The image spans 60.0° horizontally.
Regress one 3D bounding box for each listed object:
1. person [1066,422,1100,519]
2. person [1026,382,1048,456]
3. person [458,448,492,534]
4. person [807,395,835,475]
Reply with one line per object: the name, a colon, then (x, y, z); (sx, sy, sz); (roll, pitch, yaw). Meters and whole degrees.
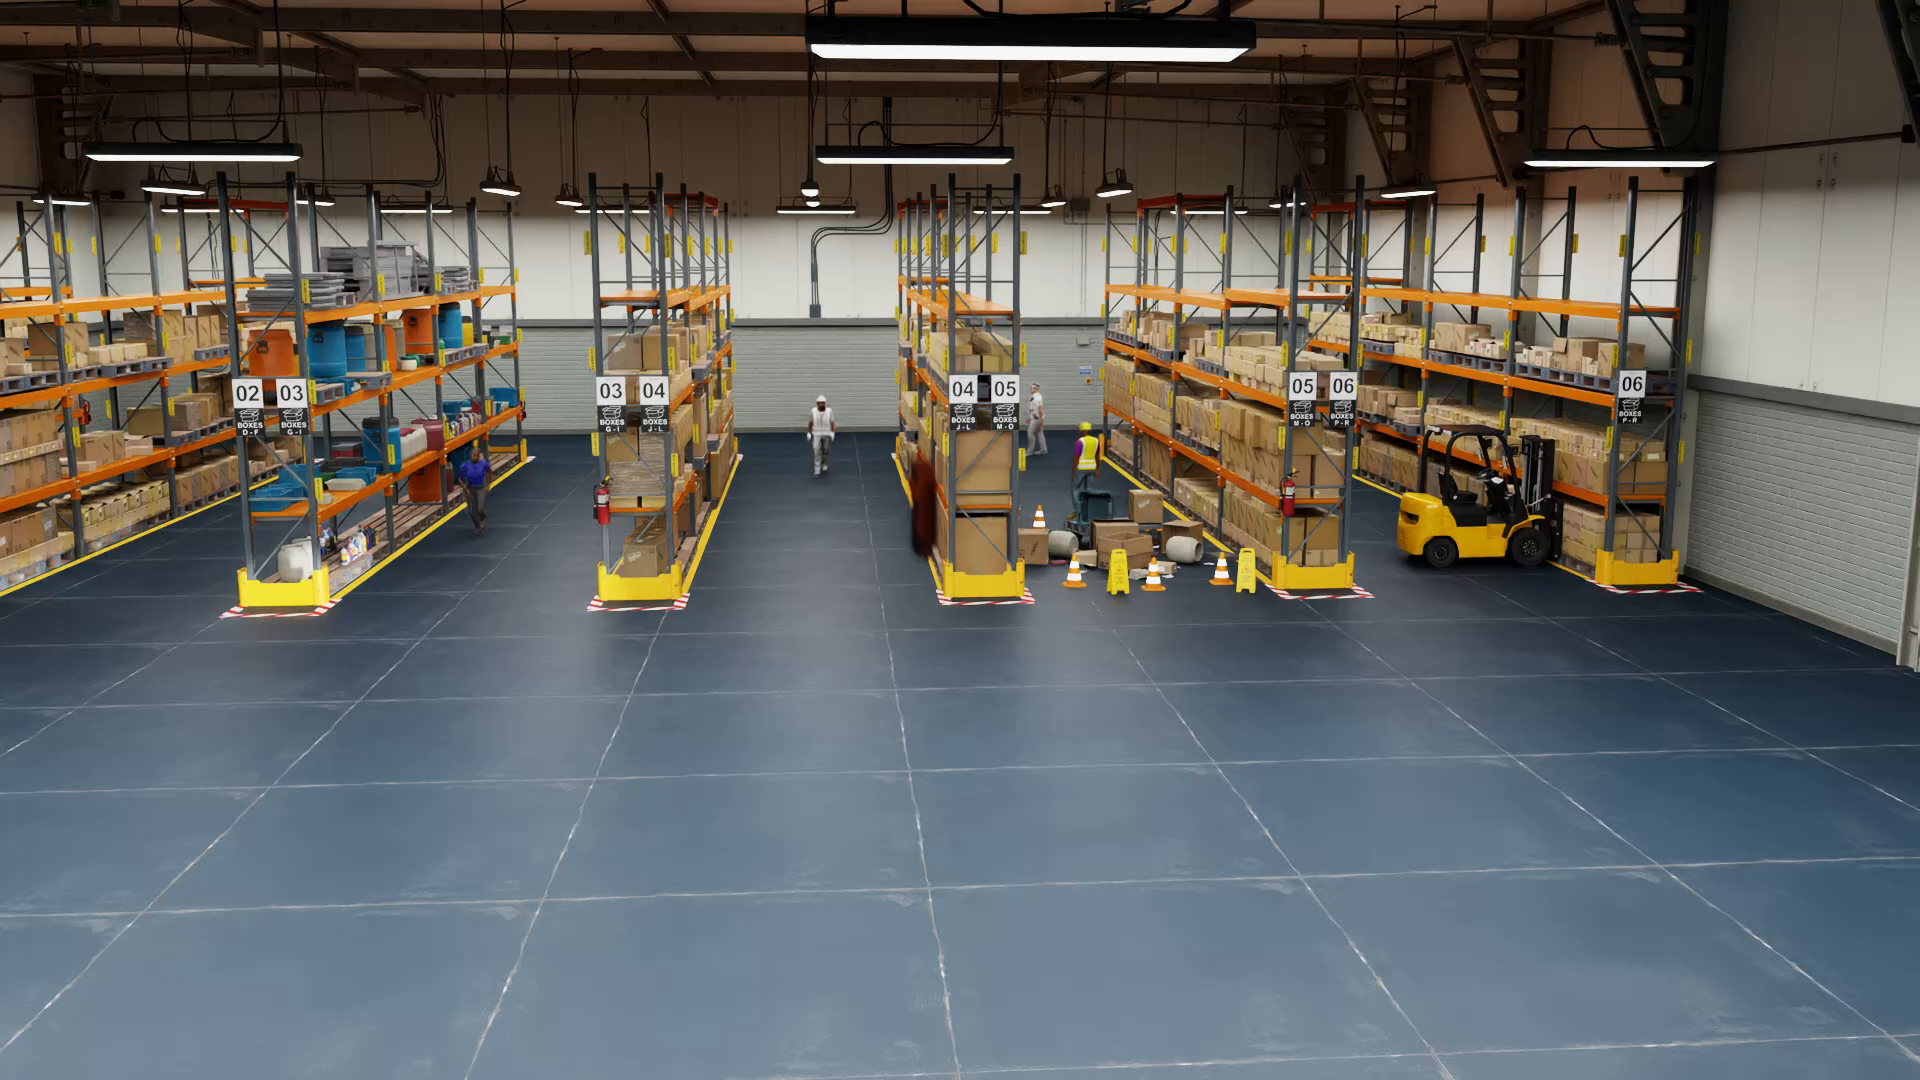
person: (2.298, -1.264, 30.452); (0.627, 1.803, 0.407); (-6, 12, -32)
person: (1.796, -2.921, 40.212); (0.673, 1.785, 0.581); (0, 10, 1)
person: (-8.466, -0.855, 29.096); (0.543, 1.561, 0.600); (-1, 10, -5)
person: (-3.062, -2.333, 36.756); (0.613, 1.714, 1.054); (-2, 10, -9)
